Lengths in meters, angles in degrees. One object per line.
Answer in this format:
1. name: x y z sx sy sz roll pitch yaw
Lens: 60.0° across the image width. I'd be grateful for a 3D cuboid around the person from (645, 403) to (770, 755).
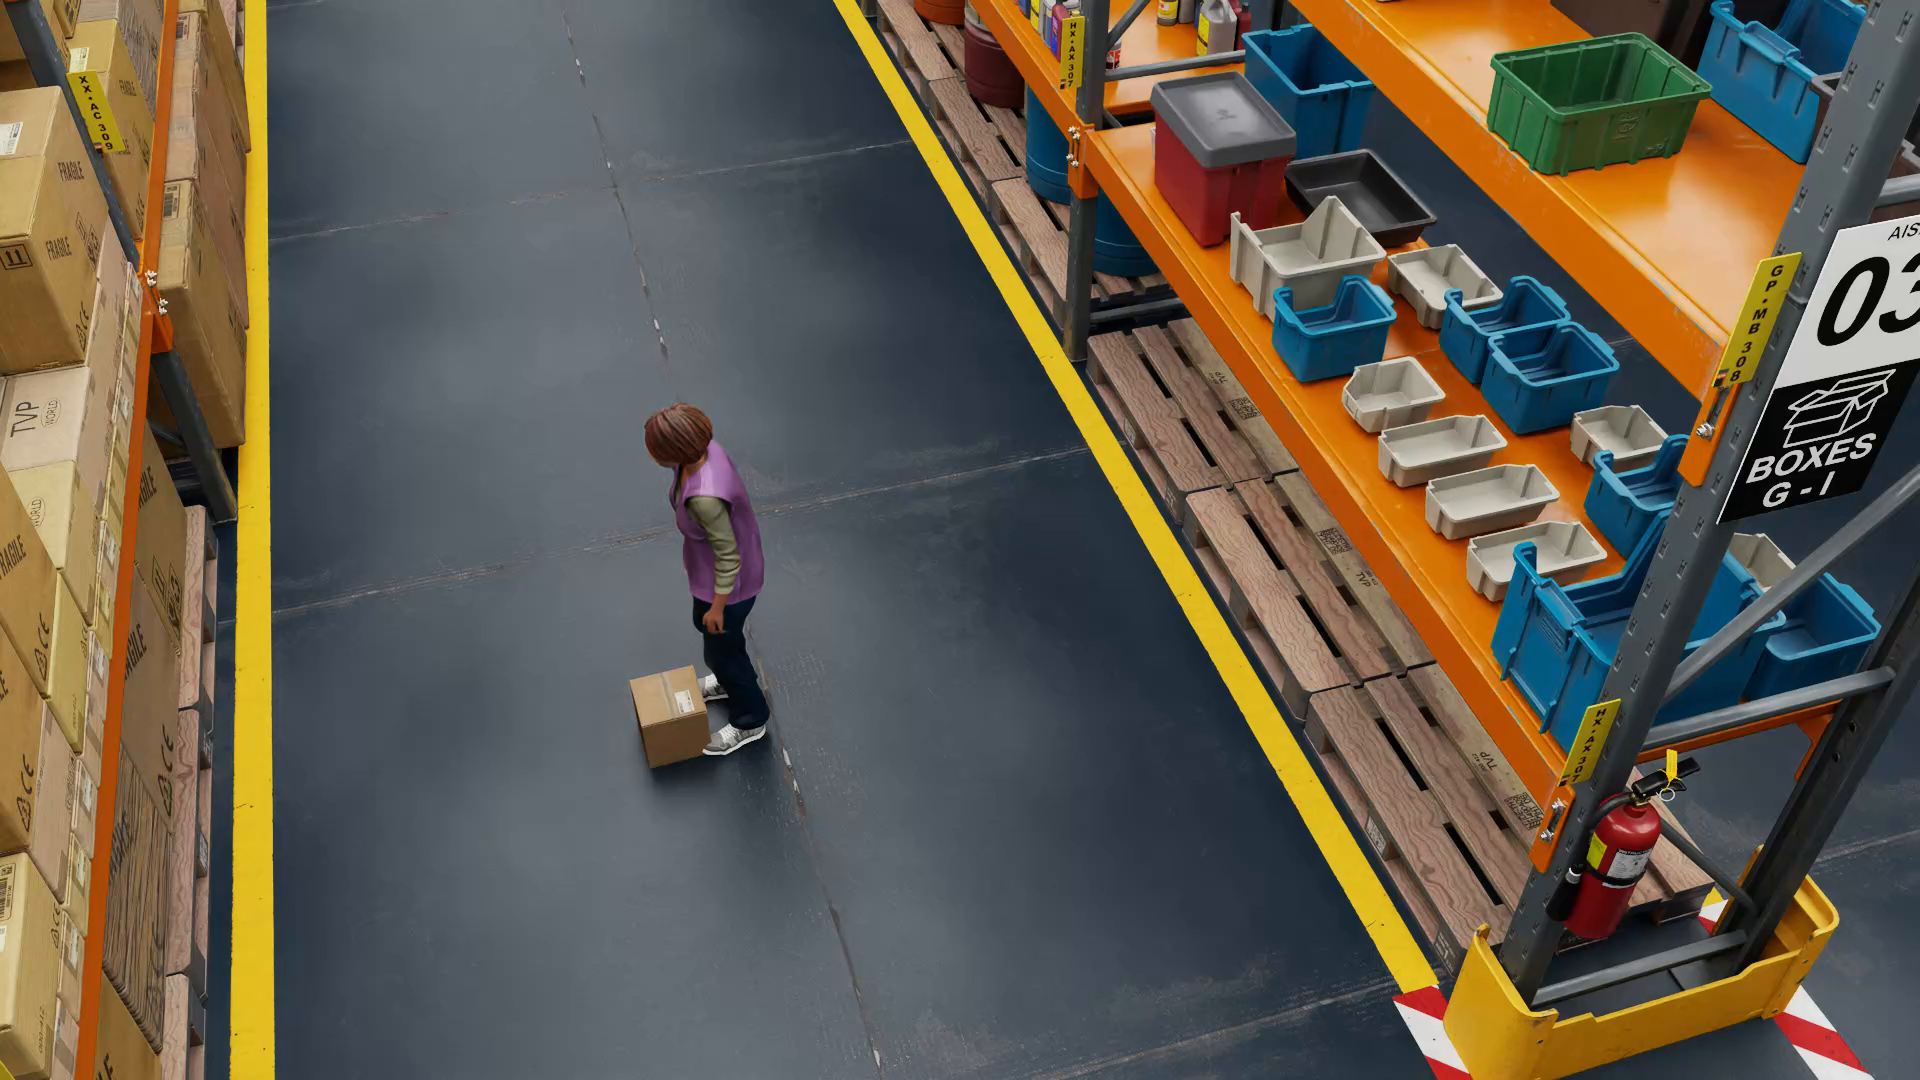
1. person: -0.885 0.132 6.026 0.343 1.593 0.461 -12 44 -12
